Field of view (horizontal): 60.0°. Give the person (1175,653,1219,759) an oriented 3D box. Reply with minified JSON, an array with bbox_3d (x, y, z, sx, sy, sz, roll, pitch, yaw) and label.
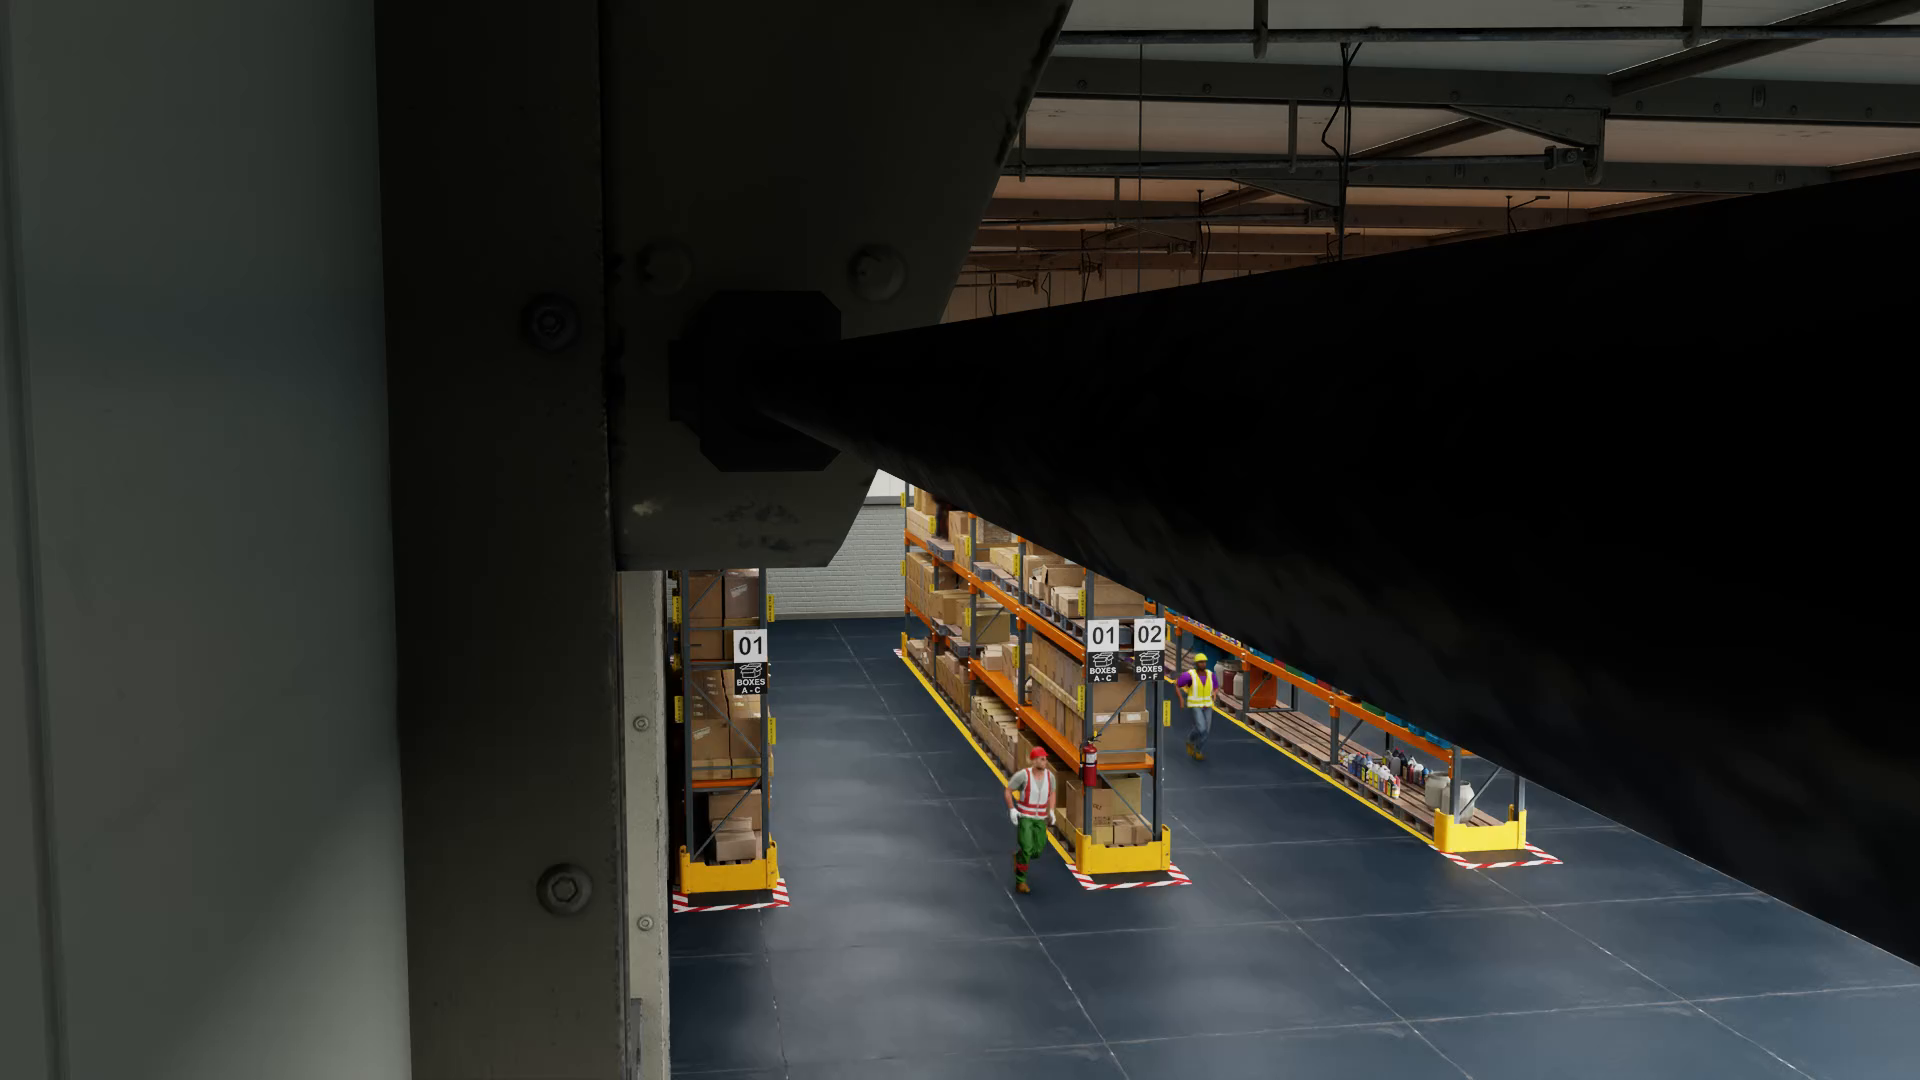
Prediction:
[{"bbox_3d":[3.882,2.690,26.790,0.692,1.723,0.607,-2,6,-19],"label":"person"}]

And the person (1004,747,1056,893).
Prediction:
[{"bbox_3d":[0.855,3.369,20.336,0.696,1.729,0.656,-3,7,-25],"label":"person"}]
